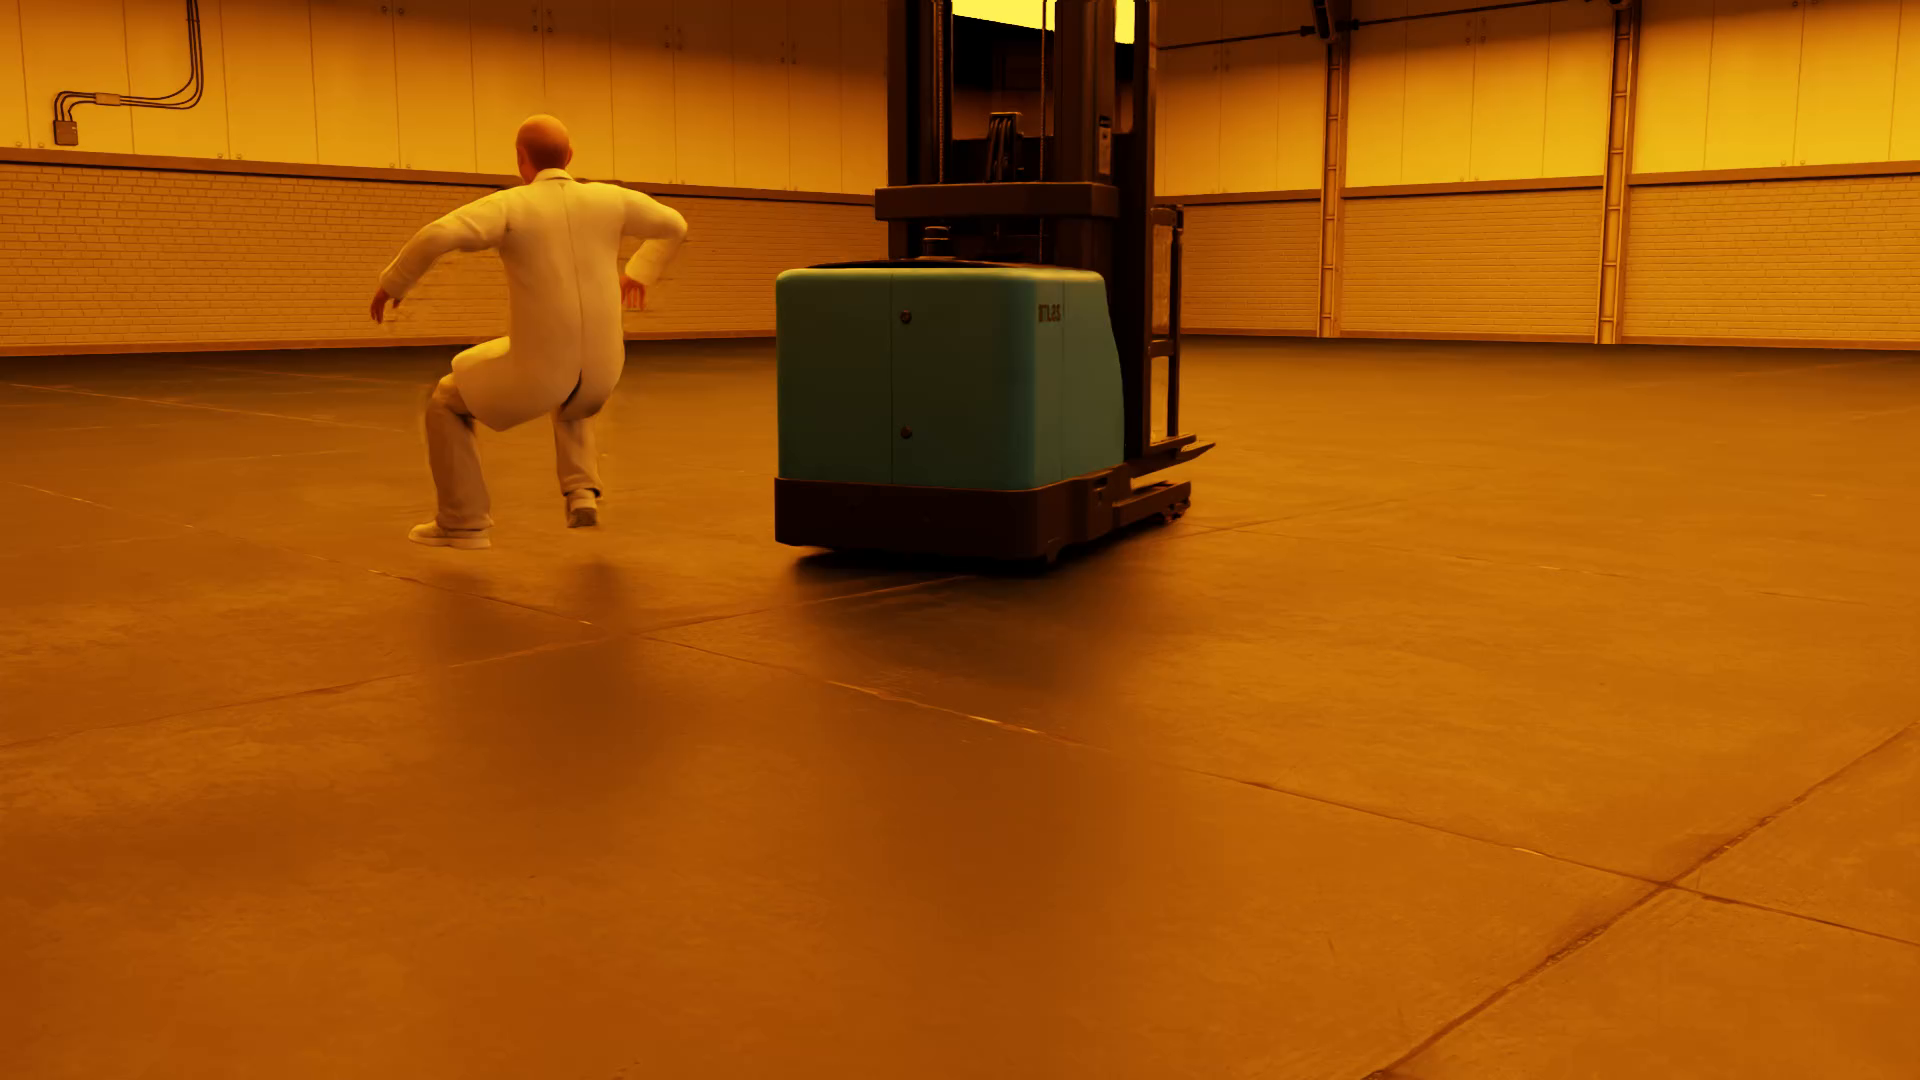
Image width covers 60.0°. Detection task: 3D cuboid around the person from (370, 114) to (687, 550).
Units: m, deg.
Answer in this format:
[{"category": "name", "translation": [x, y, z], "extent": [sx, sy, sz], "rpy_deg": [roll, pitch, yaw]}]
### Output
[{"category": "person", "translation": [-1.544, -0.676, 5.950], "extent": [1.092, 1.421, 0.720], "rpy_deg": [-6, 11, -35]}]

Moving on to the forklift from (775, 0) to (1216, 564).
[{"category": "forklift", "translation": [0.379, -1.543, 7.119], "extent": [1.130, 2.935, 3.031], "rpy_deg": [4, 9, 24]}]
